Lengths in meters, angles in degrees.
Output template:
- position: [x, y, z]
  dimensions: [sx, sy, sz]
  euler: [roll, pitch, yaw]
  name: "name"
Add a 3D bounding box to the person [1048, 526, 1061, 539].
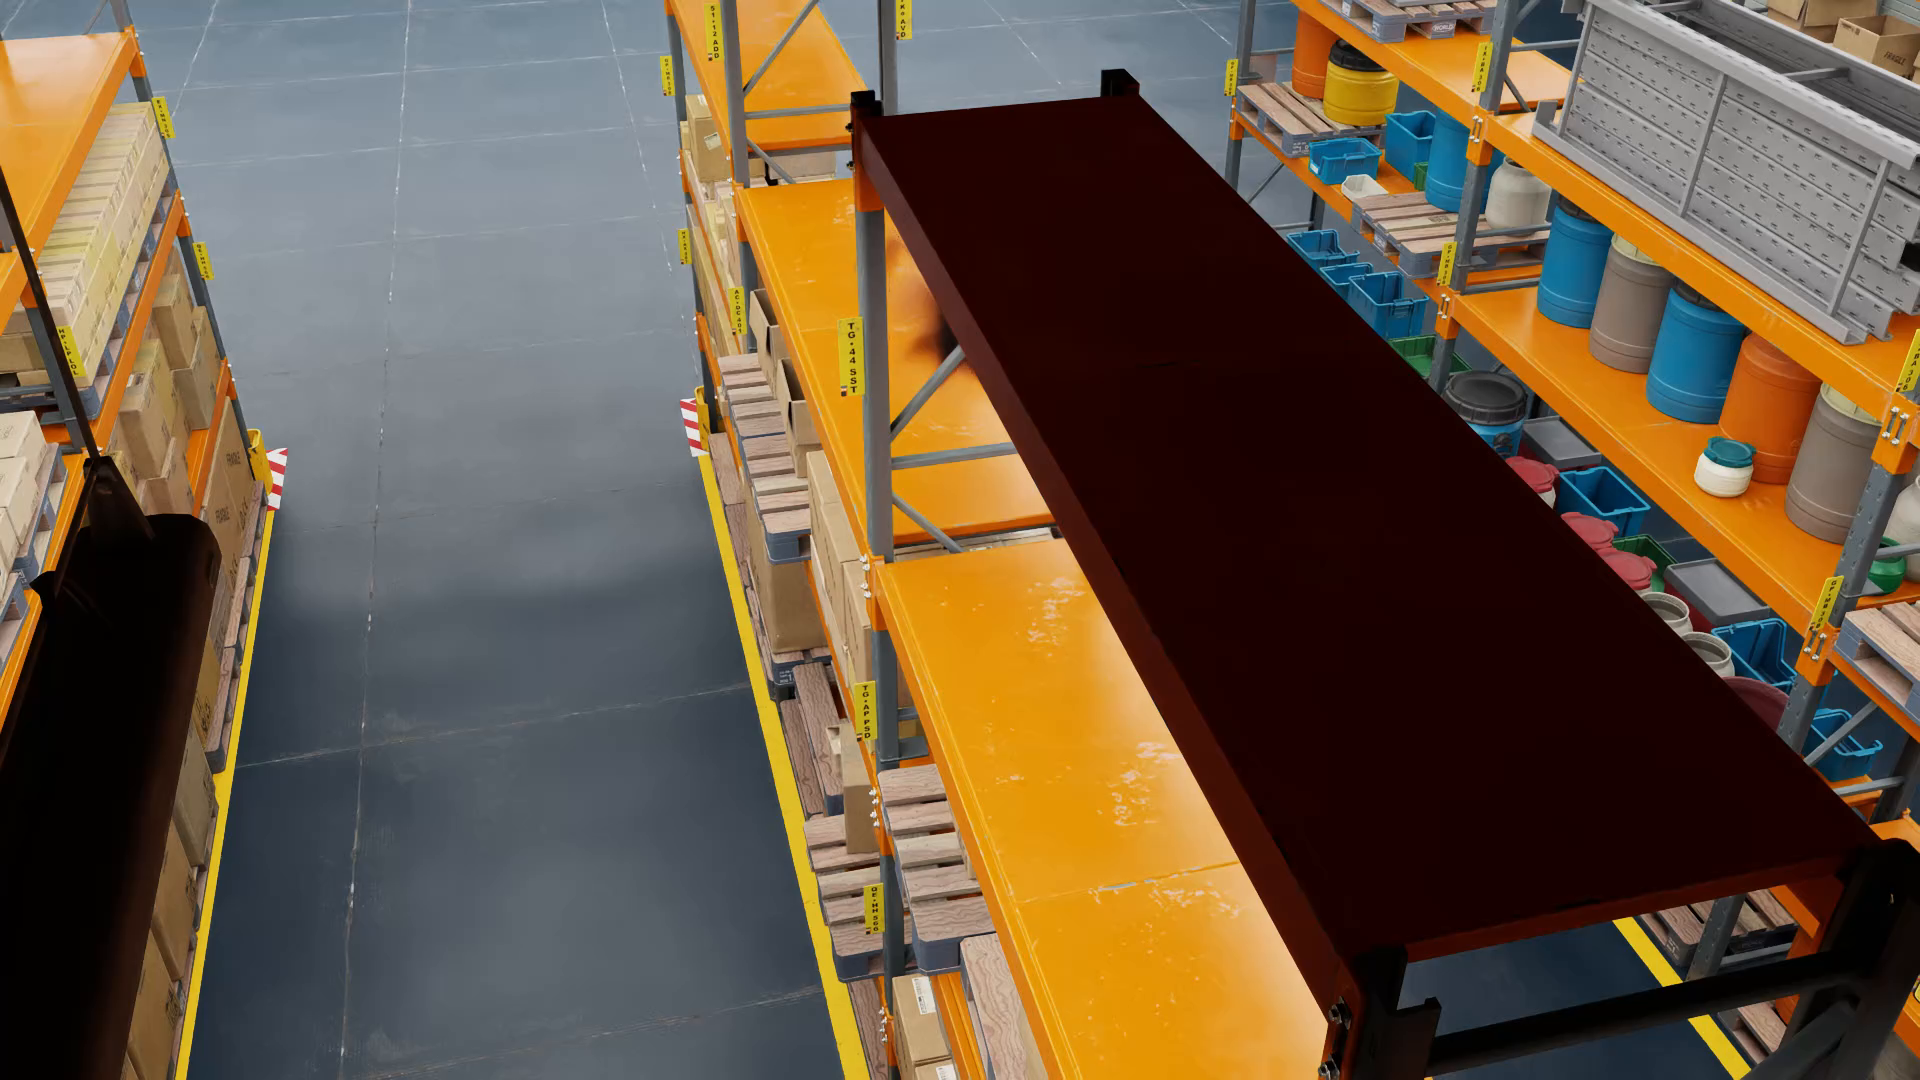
- position: [0.683, -0.164, 12.888]
  dimensions: [0.622, 1.626, 0.547]
  euler: [-10, 36, -14]
  name: "person"
